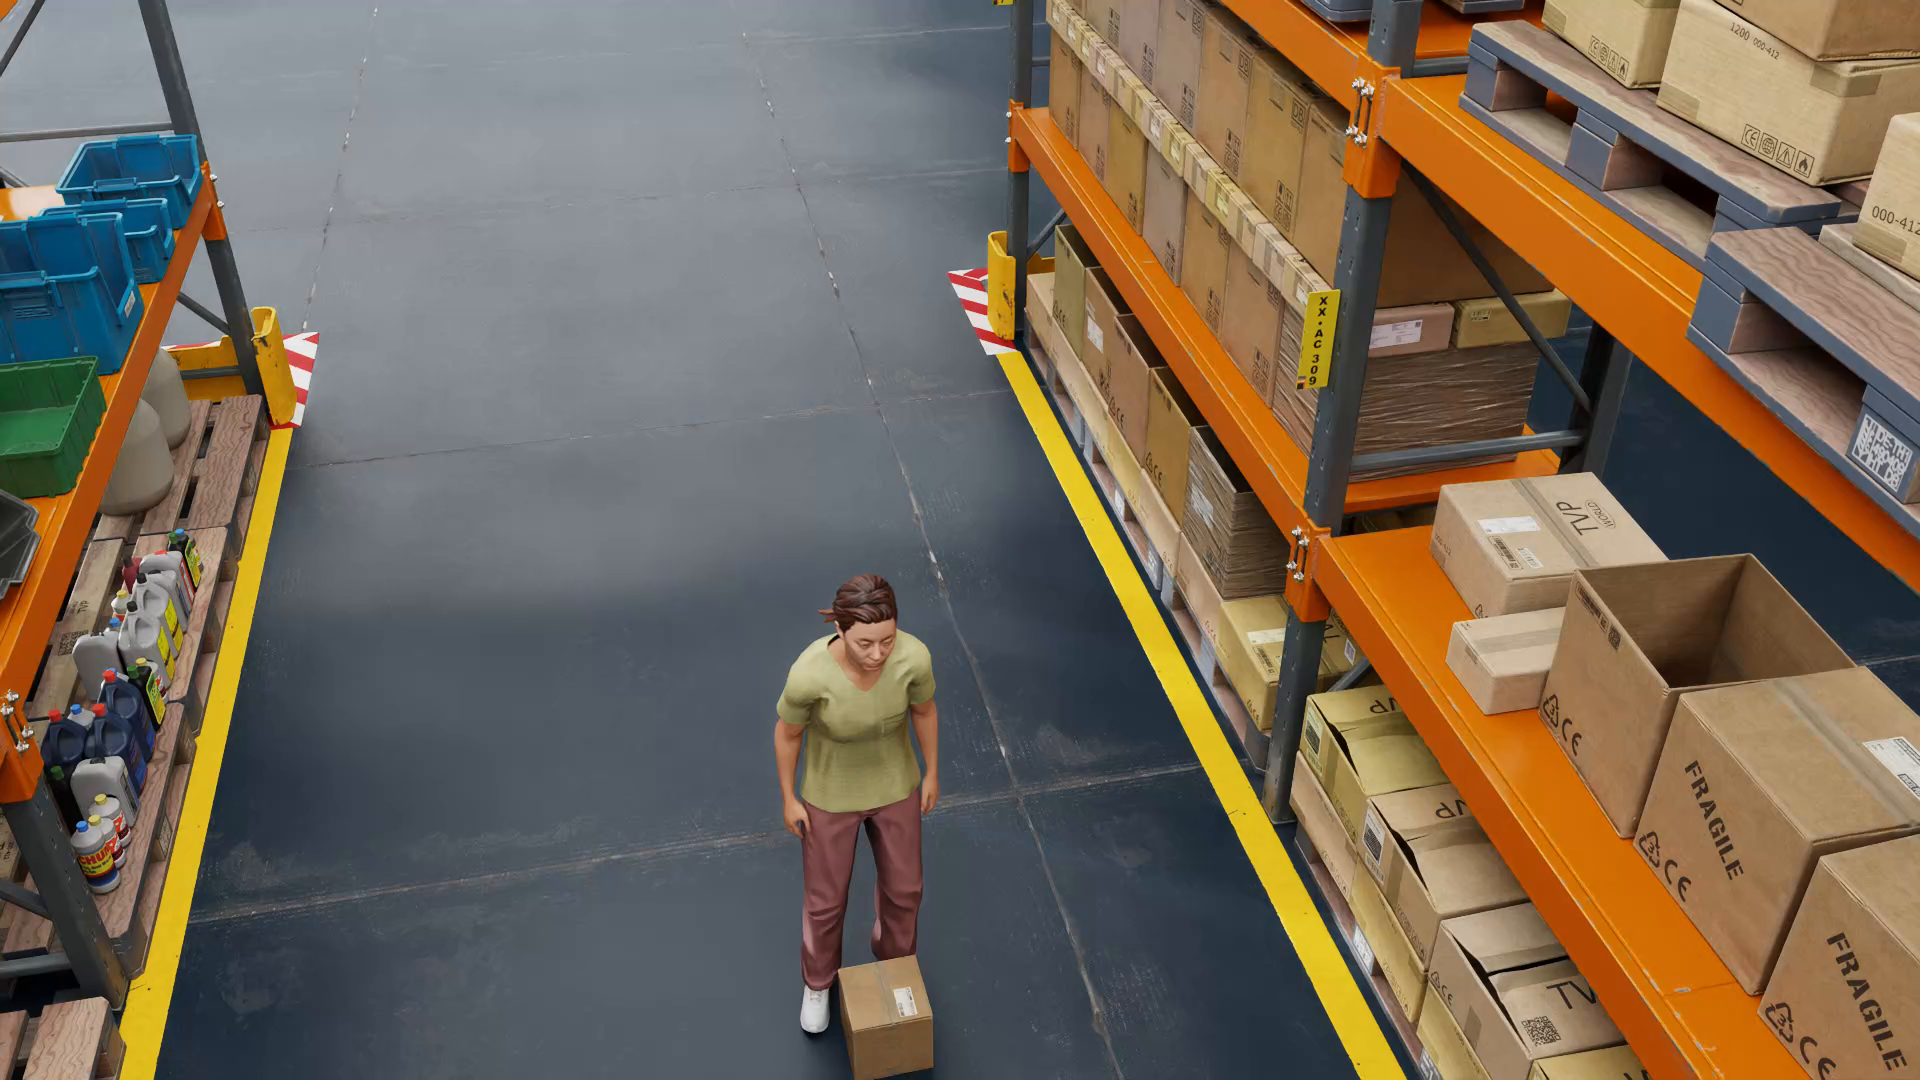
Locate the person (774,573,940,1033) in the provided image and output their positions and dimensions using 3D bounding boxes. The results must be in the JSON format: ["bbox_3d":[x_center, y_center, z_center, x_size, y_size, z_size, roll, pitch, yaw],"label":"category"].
[{"bbox_3d":[-0.294,0.778,5.012,0.510,1.671,0.365,-9,36,-13],"label":"person"}]
